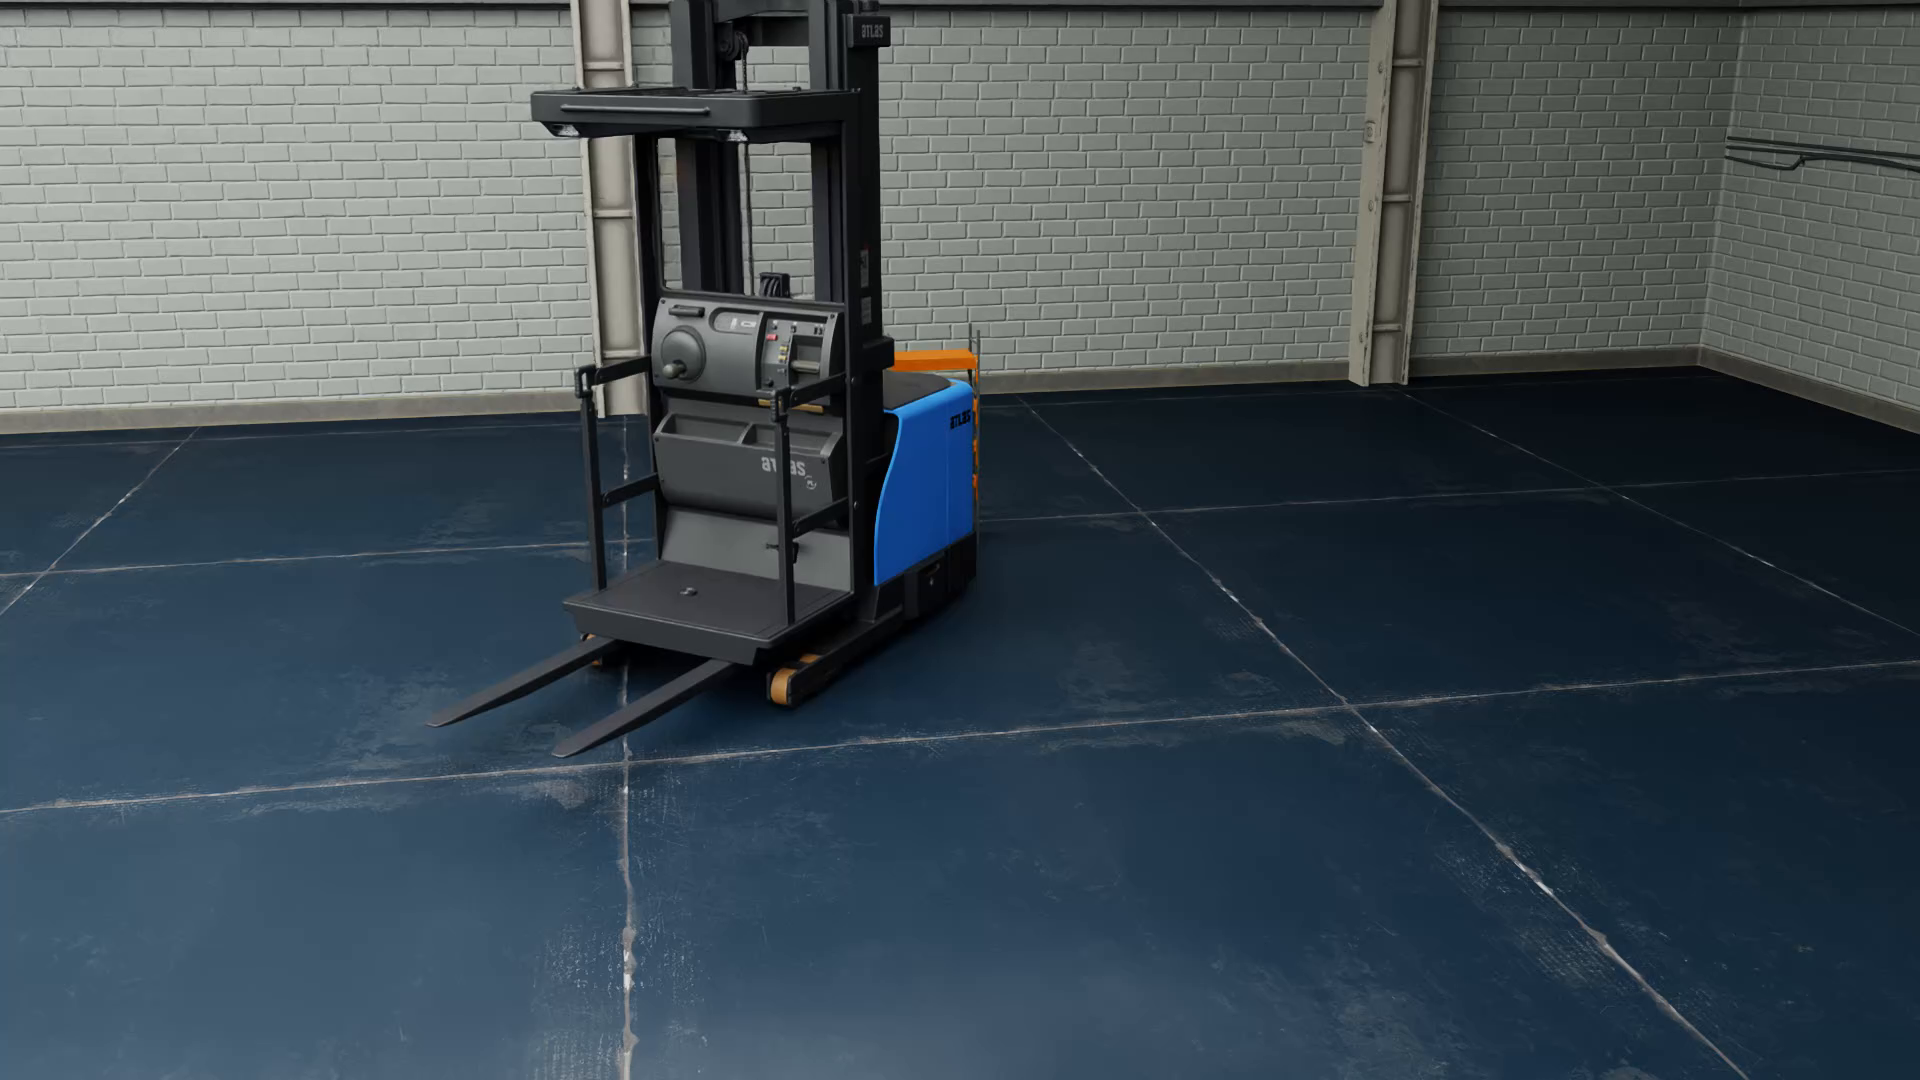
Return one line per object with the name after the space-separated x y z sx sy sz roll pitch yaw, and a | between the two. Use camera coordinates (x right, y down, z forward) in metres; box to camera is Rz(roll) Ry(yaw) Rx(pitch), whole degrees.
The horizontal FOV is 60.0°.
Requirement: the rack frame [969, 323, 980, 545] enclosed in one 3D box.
0.077 -0.578 9.150 0.015 1.200 0.240 -3 17 -10 | rack frame

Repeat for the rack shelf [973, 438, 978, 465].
-0.163 -0.500 9.125 0.480 0.148 0.258 -3 17 -10 | rack shelf

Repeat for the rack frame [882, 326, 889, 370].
-0.402 -0.551 9.061 0.015 1.200 0.240 -3 17 -10 | rack frame

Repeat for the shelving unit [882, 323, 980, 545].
-0.163 -0.564 9.106 0.503 1.200 0.258 -3 17 -10 | shelving unit

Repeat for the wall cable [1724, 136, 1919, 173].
6.532 -3.887 11.930 0.112 2.526 3.097 -3 17 -10 | wall cable

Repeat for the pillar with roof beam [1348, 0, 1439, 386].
4.206 -4.348 8.140 0.400 9.000 9.100 -3 17 -10 | pillar with roof beam

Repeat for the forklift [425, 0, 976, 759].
-1.039 -0.844 7.067 1.130 2.935 3.031 9 19 26 | forklift

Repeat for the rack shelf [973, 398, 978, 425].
-0.163 -0.714 9.060 0.480 0.148 0.258 -3 17 -10 | rack shelf

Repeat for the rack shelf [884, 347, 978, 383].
-0.163 -0.940 8.990 0.480 0.148 0.258 -3 17 -10 | rack shelf

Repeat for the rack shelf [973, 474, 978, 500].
-0.163 -0.310 9.184 0.480 0.148 0.258 -3 17 -10 | rack shelf

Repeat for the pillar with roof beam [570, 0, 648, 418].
-1.685 -4.013 7.052 0.400 9.000 9.100 -3 17 -10 | pillar with roof beam
